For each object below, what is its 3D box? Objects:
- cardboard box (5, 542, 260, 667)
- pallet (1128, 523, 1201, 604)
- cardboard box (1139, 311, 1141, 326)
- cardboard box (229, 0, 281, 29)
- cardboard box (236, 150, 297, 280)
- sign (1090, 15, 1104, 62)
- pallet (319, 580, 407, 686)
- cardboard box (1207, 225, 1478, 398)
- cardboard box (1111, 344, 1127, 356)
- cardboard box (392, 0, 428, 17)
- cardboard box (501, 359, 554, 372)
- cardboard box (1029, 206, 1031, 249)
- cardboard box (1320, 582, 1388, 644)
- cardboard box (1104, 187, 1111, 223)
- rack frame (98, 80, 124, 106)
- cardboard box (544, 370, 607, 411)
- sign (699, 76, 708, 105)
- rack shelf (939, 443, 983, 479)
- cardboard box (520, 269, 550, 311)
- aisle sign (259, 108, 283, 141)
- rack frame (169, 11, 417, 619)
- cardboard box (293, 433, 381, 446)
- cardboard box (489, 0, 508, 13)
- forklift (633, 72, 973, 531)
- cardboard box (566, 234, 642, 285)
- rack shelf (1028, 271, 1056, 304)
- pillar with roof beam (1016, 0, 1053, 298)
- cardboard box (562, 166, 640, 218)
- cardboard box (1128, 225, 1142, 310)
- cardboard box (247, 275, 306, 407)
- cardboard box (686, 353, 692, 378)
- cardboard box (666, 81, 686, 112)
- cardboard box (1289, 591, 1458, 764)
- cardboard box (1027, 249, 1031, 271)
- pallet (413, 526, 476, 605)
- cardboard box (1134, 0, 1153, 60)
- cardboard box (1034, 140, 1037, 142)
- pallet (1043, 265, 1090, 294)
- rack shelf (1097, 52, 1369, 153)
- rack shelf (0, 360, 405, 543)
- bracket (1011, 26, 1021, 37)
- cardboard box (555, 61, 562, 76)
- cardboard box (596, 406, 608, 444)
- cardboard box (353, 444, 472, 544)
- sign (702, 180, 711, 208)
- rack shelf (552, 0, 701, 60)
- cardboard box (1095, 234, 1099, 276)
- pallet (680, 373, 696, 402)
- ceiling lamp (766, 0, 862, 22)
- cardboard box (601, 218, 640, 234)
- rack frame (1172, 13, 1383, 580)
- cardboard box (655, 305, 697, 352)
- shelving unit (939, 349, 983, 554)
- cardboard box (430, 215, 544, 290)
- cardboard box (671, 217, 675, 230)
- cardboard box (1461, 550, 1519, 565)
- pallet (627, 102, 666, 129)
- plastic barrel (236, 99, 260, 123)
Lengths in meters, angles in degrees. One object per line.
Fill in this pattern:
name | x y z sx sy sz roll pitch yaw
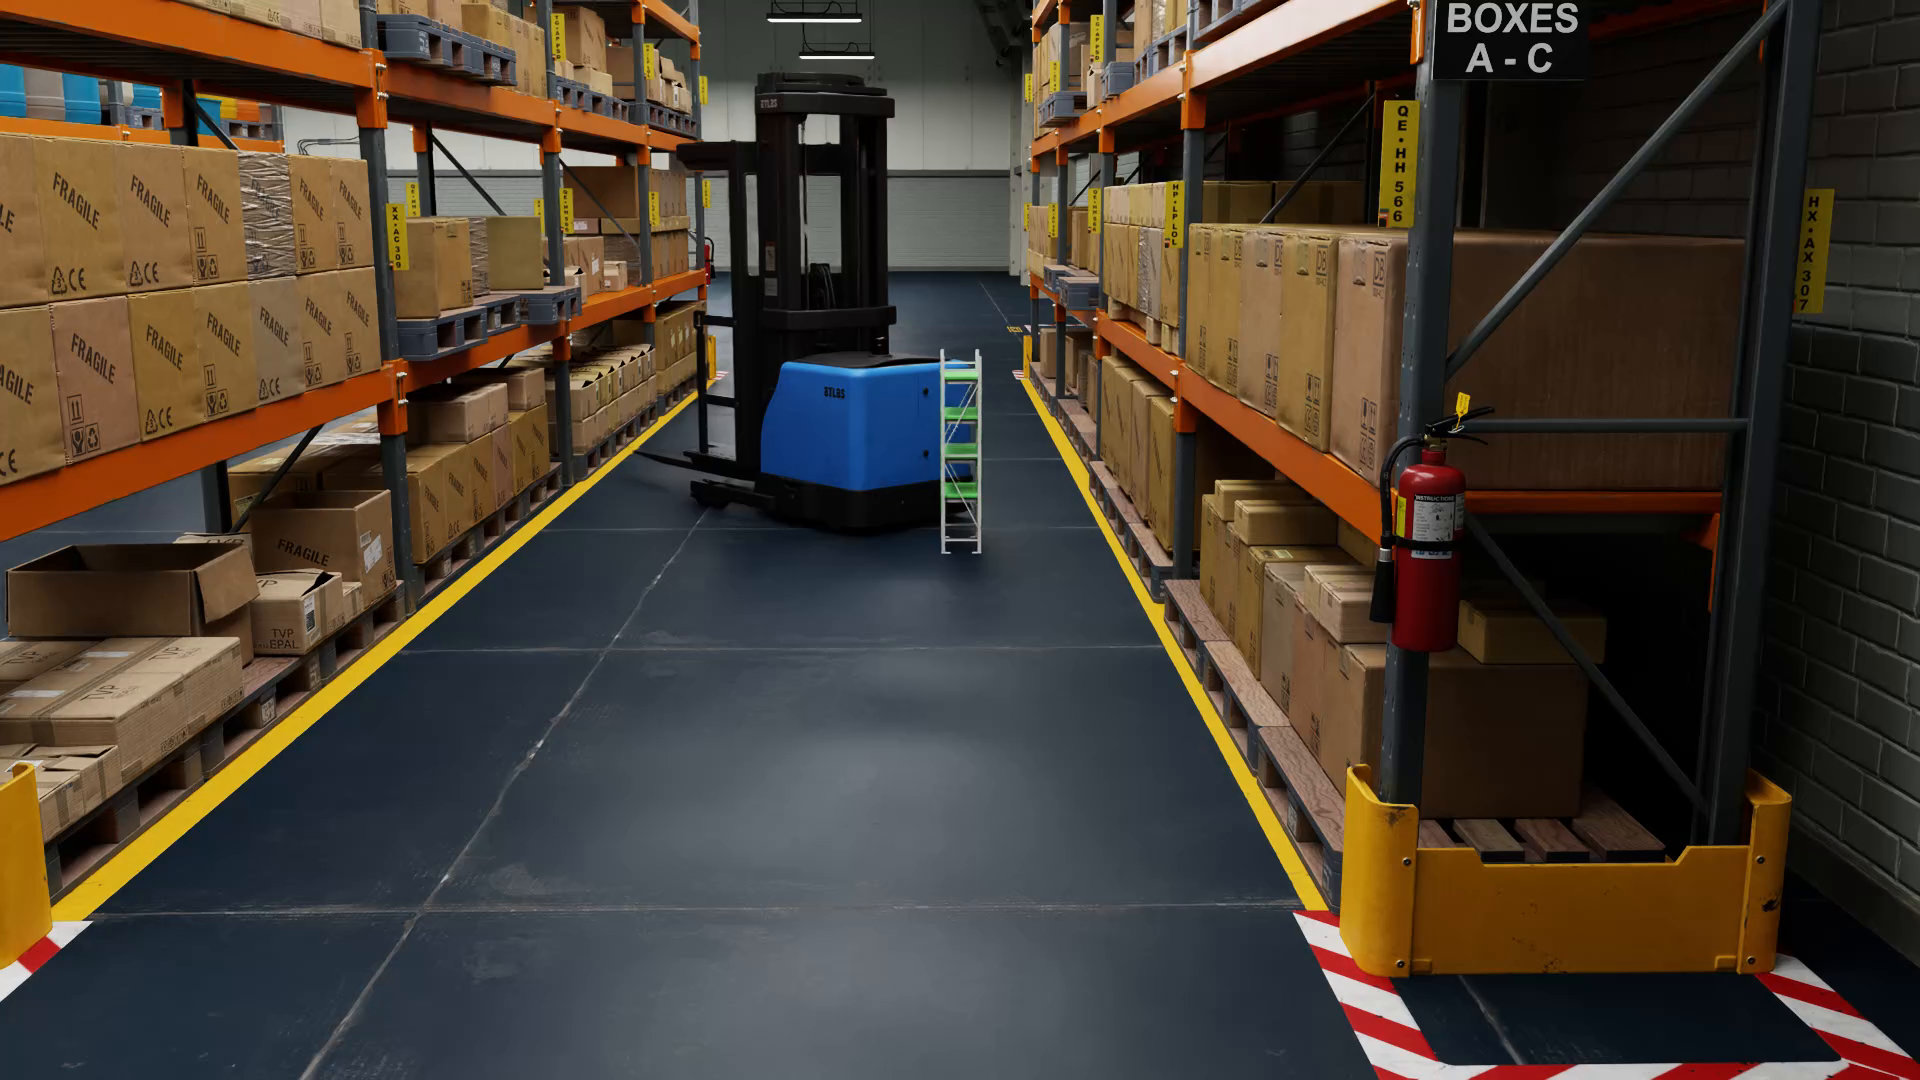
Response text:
cardboard box | -3.293 0.306 6.680 0.797 0.503 0.637 0 11 -1
pallet | 1.525 0.117 9.452 1.003 0.211 1.213 0 11 -1
cardboard box | 1.363 -1.456 10.775 0.380 0.149 0.250 0 11 0
cardboard box | -3.042 -2.178 6.582 0.500 0.250 0.500 0 11 -1
cardboard box | -3.044 -1.313 6.721 0.500 0.500 0.500 0 11 -1
sign | 0.991 -3.613 11.981 0.100 0.325 0.005 0 11 -1
pallet | -3.323 0.428 7.921 1.003 0.211 1.213 0 11 -1
cardboard box | 1.620 -0.991 7.143 0.980 0.700 0.700 -1 11 -3
cardboard box | 1.517 -1.506 13.734 0.500 0.250 0.500 0 11 0
cardboard box | -3.310 -3.083 9.106 0.600 0.600 0.600 0 11 -2
cardboard box | -3.709 -1.410 14.415 0.500 0.311 0.500 0 11 0
cardboard box | 1.077 -3.690 19.643 0.500 0.500 0.500 0 11 -1
cardboard box | 1.399 0.236 5.449 0.380 0.149 0.250 0 11 -2
cardboard box | 1.285 -2.367 11.745 0.500 0.250 0.500 0 11 0
rack frame | -8.454 -5.586 15.462 1.000 3.000 0.127 0 11 -1
cardboard box | -3.156 -1.214 13.445 0.500 0.311 0.500 -1 11 -3
sign | -3.042 -5.326 19.693 0.100 0.325 0.005 0 11 -1
rack shelf | 0.003 -0.493 10.290 0.258 0.148 0.480 0 11 -1
cardboard box | -3.383 -1.900 12.602 0.500 0.311 0.500 0 11 2
aisle sign | -8.241 -4.731 19.796 0.394 0.787 0.004 0 11 -1
rack frame | -3.337 -1.076 8.316 1.000 3.000 0.127 0 11 -1
cardboard box | -3.645 -0.361 9.975 0.500 0.500 0.500 0 11 0
cardboard box | -3.417 -3.793 11.401 0.500 0.500 0.500 0 11 -1
forklift | -1.270 -1.728 11.703 1.130 2.935 3.031 -10 15 -41
cardboard box | -3.517 -2.803 16.580 0.700 0.500 0.500 -1 11 -3
rack shelf | 1.409 -2.732 18.290 1.077 0.370 4.000 0 11 -1
pillar with roof beam | -2.429 -9.847 36.463 9.100 9.000 0.548 0 11 -1
cardboard box | -3.517 -3.439 16.451 0.700 0.500 0.500 0 11 -1
cardboard box | 1.317 -1.693 10.307 0.500 0.500 0.500 0 11 0
cardboard box | -3.045 -0.822 6.814 0.500 0.500 0.500 0 11 0
cardboard box | -3.235 -1.916 18.317 0.500 0.250 0.500 0 11 -1
cardboard box | -3.286 -4.823 18.062 0.500 0.311 0.500 1 12 6
cardboard box | 1.574 0.479 5.882 0.700 0.500 0.500 0 11 -1
cardboard box | 1.061 -3.320 19.707 0.500 0.250 0.500 -1 11 -3
pallet | -3.391 0.130 9.390 1.003 0.211 1.213 0 11 -1
cardboard box | 1.601 -3.532 11.523 0.700 0.500 0.500 -1 12 -6
cardboard box | 1.125 -4.943 19.535 0.500 0.500 0.500 0 11 0
pallet | 1.321 -2.440 15.526 1.003 0.211 1.213 0 11 -1
rack shelf | 1.575 -2.612 10.153 1.077 0.370 4.000 0 11 -1
rack shelf | -3.295 -0.325 6.428 1.077 0.370 4.000 0 11 -1
bracket | 1.405 -12.737 41.658 0.235 0.232 0.430 0 11 -1
cardboard box | -3.514 -3.781 13.428 0.500 0.250 0.500 0 11 -2
cardboard box | -3.148 -0.934 13.479 0.500 0.250 0.500 -1 11 -3
cardboard box | -3.125 -0.269 9.523 0.500 0.500 0.500 0 11 0
sign | -3.042 -4.144 19.933 0.100 0.325 0.005 0 11 -1
rack shelf | -3.543 -5.455 17.630 1.077 0.370 4.000 0 11 -1
cardboard box | 1.475 -2.361 13.293 0.700 0.500 0.500 -1 12 -7
pallet | -3.505 -1.701 18.411 1.003 0.211 1.213 0 11 -1
ceiling lamp | -3.064 -12.511 34.915 2.000 3.185 0.800 0 11 -1
cardboard box | -3.314 -3.087 16.348 0.380 0.149 0.250 0 11 -1
rack frame | 1.616 -1.097 8.420 1.000 3.000 0.127 0 11 -1
cardboard box | -3.241 -2.383 18.732 0.500 0.500 0.500 0 11 -1
shelving unit | 0.003 -0.555 10.278 0.258 1.200 0.503 0 11 -1
cardboard box | -3.294 -2.001 11.569 0.700 0.500 0.500 -4 12 -20
cardboard box | -3.358 -3.495 18.361 0.380 0.149 0.250 0 11 0
cardboard box | 1.771 0.135 5.950 0.380 0.149 0.250 0 11 -1
pallet | -3.545 -4.262 16.701 1.003 0.211 1.213 0 11 -1
plastic barrel | -8.400 -5.232 19.121 0.600 0.830 0.708 0 11 -1
